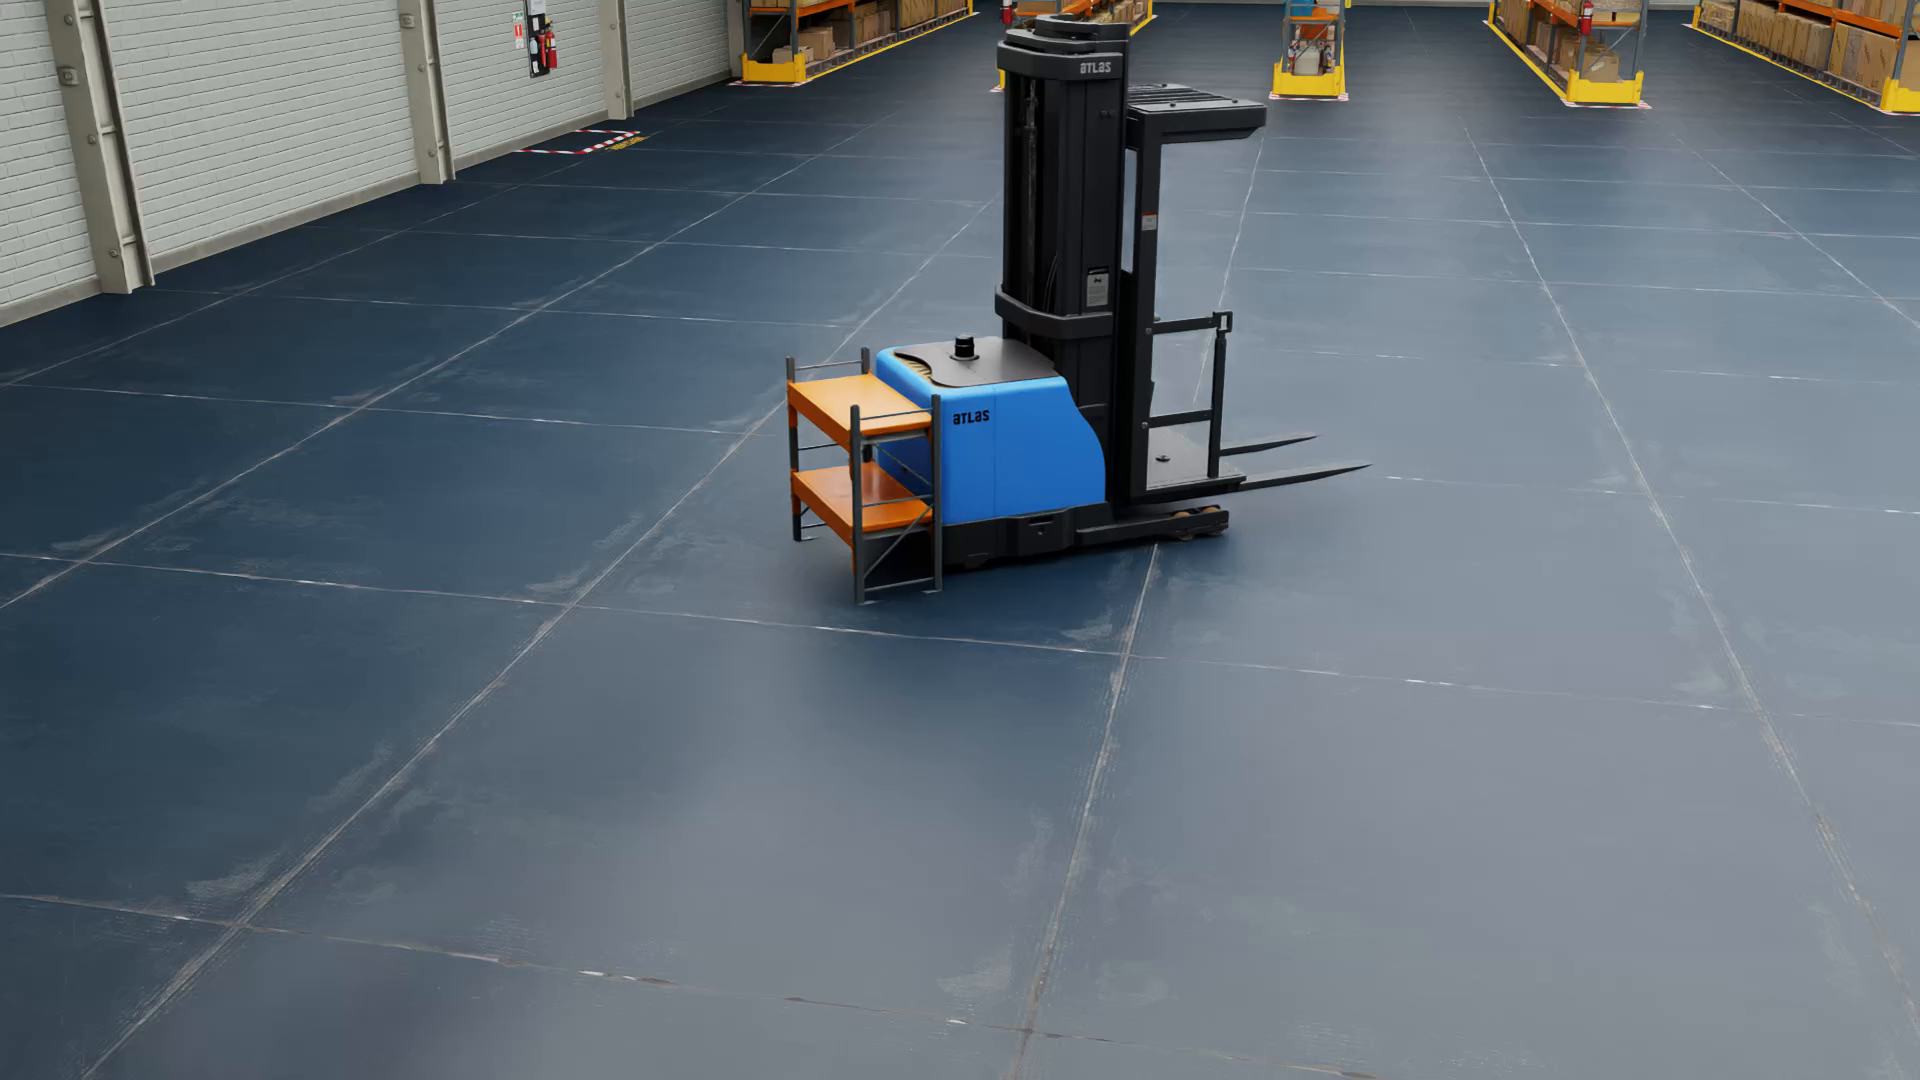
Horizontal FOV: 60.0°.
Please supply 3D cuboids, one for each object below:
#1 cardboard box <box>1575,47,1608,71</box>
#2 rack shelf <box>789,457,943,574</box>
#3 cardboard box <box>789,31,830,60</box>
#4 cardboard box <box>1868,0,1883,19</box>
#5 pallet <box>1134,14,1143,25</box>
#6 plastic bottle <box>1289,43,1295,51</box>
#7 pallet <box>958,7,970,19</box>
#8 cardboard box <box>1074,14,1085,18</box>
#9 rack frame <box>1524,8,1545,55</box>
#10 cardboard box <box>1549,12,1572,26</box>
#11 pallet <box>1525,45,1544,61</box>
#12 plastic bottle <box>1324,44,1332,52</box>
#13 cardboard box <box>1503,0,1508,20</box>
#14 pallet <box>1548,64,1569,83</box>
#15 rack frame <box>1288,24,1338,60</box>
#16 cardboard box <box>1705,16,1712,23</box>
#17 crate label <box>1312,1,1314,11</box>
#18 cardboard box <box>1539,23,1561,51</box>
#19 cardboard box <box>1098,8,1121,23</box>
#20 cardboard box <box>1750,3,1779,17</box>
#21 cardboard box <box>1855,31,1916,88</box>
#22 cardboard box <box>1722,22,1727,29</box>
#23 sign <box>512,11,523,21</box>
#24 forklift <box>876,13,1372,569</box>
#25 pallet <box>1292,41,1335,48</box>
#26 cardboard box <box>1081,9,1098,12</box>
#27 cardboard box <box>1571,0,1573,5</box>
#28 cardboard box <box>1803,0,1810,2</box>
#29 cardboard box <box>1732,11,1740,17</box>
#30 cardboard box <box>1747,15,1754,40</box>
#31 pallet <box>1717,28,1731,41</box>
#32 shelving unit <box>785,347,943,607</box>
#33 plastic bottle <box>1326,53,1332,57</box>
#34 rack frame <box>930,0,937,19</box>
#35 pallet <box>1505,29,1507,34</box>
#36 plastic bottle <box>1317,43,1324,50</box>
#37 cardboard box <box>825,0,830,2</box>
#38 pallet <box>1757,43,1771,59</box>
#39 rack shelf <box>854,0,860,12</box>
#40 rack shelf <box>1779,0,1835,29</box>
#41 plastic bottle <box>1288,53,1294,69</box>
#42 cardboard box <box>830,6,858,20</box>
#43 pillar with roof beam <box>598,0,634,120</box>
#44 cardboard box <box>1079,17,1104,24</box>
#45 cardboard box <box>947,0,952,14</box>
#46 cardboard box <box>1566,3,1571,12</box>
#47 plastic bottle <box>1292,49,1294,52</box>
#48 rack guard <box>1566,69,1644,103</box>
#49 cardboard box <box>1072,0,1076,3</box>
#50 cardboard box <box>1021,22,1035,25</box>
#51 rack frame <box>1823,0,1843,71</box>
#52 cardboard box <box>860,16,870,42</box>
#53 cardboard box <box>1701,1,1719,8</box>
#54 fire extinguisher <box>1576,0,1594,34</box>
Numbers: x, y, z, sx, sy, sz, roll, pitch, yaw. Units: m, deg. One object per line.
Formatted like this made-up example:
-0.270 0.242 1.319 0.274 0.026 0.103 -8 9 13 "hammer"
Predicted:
11.403 -8.620 30.025 0.500 0.500 0.500 7 23 16 "cardboard box"
-0.544 -0.153 9.381 0.538 0.278 1.000 -10 24 -23 "rack shelf"
-2.978 -9.805 32.941 0.700 0.500 0.500 3 22 8 "cardboard box"
16.287 -9.297 28.723 0.875 0.550 0.500 4 22 11 "cardboard box"
4.164 -13.459 42.989 1.003 0.211 1.213 4 22 11 "pallet"
6.421 -9.461 32.286 0.144 0.351 0.185 5 22 12 "plastic bottle"
-0.344 -14.301 45.080 1.003 0.211 1.213 4 22 11 "pallet"
2.467 -11.409 36.533 0.500 0.311 0.500 4 22 10 "cardboard box"
12.657 -11.834 35.223 1.000 3.000 0.127 4 22 11 "rack frame"
12.451 -10.785 34.370 0.500 0.250 0.500 7 23 17 "cardboard box"
12.496 -10.255 35.035 1.003 0.211 1.213 4 22 11 "pallet"
7.104 -9.397 32.127 0.144 0.351 0.185 3 22 8 "plastic bottle"
14.052 -13.396 41.383 0.875 0.875 0.875 4 22 11 "cardboard box"
11.738 -8.830 31.495 1.003 0.211 1.213 4 22 11 "pallet"
6.992 -10.749 32.528 1.000 3.000 0.127 4 22 11 "rack frame"
18.528 -12.772 40.805 0.380 0.149 0.250 5 22 12 "cardboard box"
6.287 -9.996 30.612 0.502 0.435 0.616 4 22 11 "crate label"
12.439 -10.429 34.489 0.700 0.500 0.500 3 22 6 "cardboard box"
3.434 -11.972 38.322 0.500 0.500 0.500 4 22 9 "cardboard box"
17.684 -11.634 36.506 0.500 0.250 0.500 5 23 13 "cardboard box"
16.111 -8.278 28.674 0.875 0.875 0.875 4 22 10 "cardboard box"
18.180 -12.114 39.172 0.380 0.149 0.250 4 22 9 "cardboard box"
-6.197 -7.337 23.299 0.001 0.109 0.331 4 22 11 "sign"
1.060 -1.532 9.734 3.031 2.935 1.130 -9 23 -20 "forklift"
7.612 -10.638 35.985 1.003 0.211 1.213 4 22 11 "pallet"
2.921 -11.995 38.380 0.500 0.500 0.500 5 23 13 "cardboard box"
11.293 -9.664 29.301 0.875 0.500 0.500 4 22 11 "cardboard box"
16.828 -10.770 32.445 0.500 0.500 0.500 4 22 10 "cardboard box"
18.126 -12.181 38.540 0.380 0.149 0.250 5 22 12 "cardboard box"
17.698 -11.281 36.633 0.500 0.500 0.500 5 22 12 "cardboard box"
18.411 -11.837 38.962 1.003 0.211 1.213 4 22 11 "pallet"
-0.544 -0.380 9.290 0.538 1.125 1.048 -10 24 -23 "shelving unit"
6.941 -9.026 31.313 0.097 0.271 0.097 0 22 0 "plastic bottle"
-1.074 -14.430 41.668 1.000 3.000 0.127 4 22 11 "rack frame"
13.705 -12.276 40.052 1.003 0.211 1.213 4 22 11 "pallet"
7.002 -9.478 32.329 0.144 0.351 0.185 4 22 11 "plastic bottle"
-2.805 -10.697 32.573 0.500 0.250 0.500 5 22 11 "cardboard box"
17.653 -10.412 35.423 1.003 0.211 1.213 4 22 11 "pallet"
-2.298 -11.902 36.354 1.077 0.370 4.000 4 22 11 "rack shelf"
17.084 -10.354 32.511 1.077 0.370 4.000 4 22 11 "rack shelf"
6.200 -9.022 31.297 0.152 0.276 0.135 5 22 11 "plastic bottle"
-2.486 -11.329 35.720 0.500 0.250 0.500 4 22 10 "cardboard box"
-1.237 -10.624 24.186 9.100 9.000 0.400 4 22 11 "pillar with roof beam"
2.784 -11.002 35.524 0.500 0.311 0.500 5 22 12 "cardboard box"
-0.608 -14.102 43.637 0.700 0.500 0.500 5 22 12 "cardboard box"
11.210 -9.650 30.135 0.380 0.149 0.250 4 22 11 "cardboard box"
6.389 -9.298 31.989 0.097 0.271 0.097 0 22 0 "plastic bottle"
11.040 -7.777 28.494 1.175 0.500 0.348 4 22 11 "rack guard"
1.852 -10.635 32.111 0.700 0.500 0.500 5 22 12 "cardboard box"
1.439 -9.701 32.040 0.500 0.500 0.500 4 22 11 "cardboard box"
16.676 -9.956 30.560 1.000 3.000 0.127 4 22 11 "rack frame"
-2.373 -11.196 36.394 0.700 0.500 0.500 5 22 12 "cardboard box"
18.685 -13.328 41.389 0.380 0.149 0.250 3 22 8 "cardboard box"
10.550 -8.866 27.956 0.296 0.674 0.183 4 22 11 "fire extinguisher"
